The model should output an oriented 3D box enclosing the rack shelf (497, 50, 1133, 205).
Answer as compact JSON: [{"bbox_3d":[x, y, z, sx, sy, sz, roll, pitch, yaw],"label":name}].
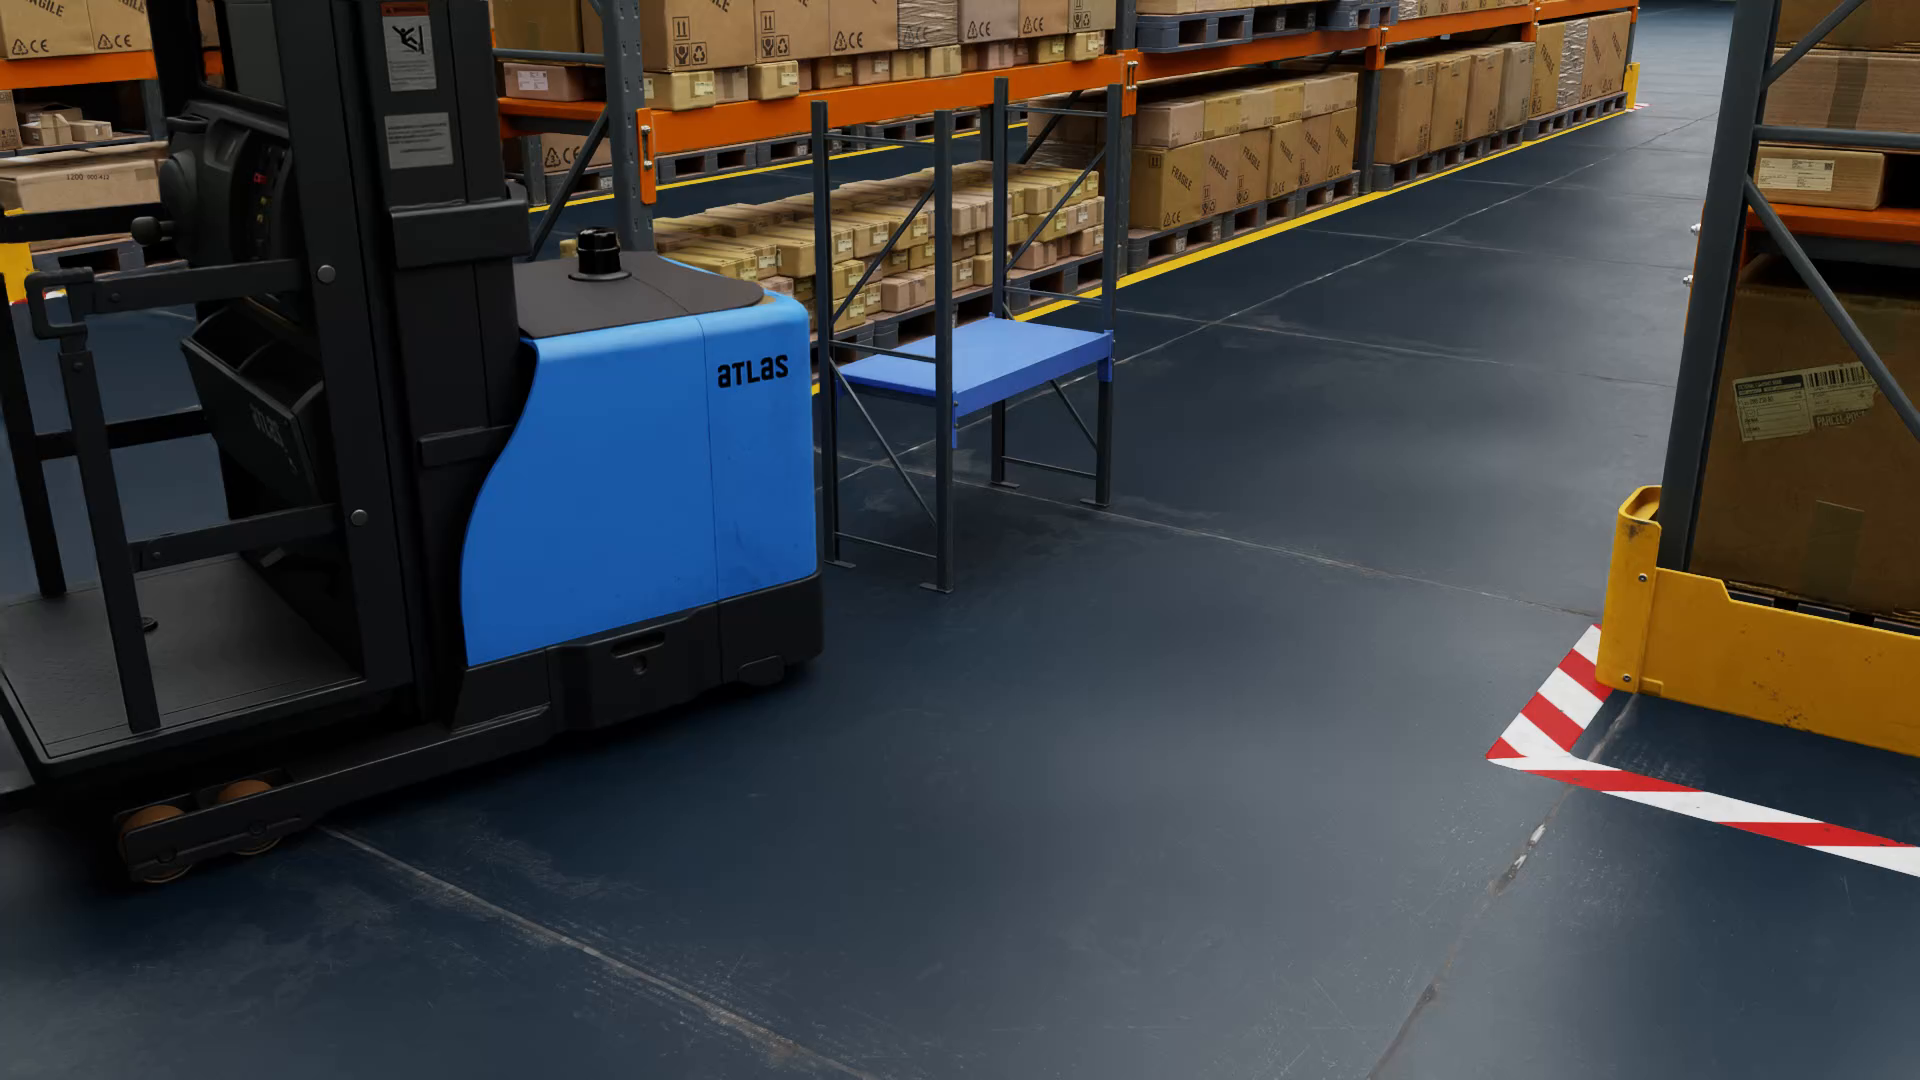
[{"bbox_3d":[-0.557,-2.179,8.370,1.077,0.370,4.000,13,24,32],"label":"rack shelf"}]

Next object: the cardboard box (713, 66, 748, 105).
[{"bbox_3d":[-1.120,-1.935,7.036,0.380,0.149,0.250,14,25,34],"label":"cardboard box"}]

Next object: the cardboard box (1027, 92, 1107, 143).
[{"bbox_3d":[0.776,-2.730,10.739,0.500,0.250,0.500,13,24,30],"label":"cardboard box"}]

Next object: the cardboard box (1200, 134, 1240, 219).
[{"bbox_3d":[1.498,-2.428,11.002,0.500,0.500,0.500,15,25,34],"label":"cardboard box"}]

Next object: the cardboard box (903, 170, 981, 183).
[{"bbox_3d":[-0.103,-2.022,9.553,0.380,0.149,0.250,13,24,31],"label":"cardboard box"}]

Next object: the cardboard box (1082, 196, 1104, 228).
[{"bbox_3d":[0.653,-1.938,9.755,0.380,0.149,0.250,14,24,33],"label":"cardboard box"}]

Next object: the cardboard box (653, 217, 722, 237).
[{"bbox_3d":[-1.364,-1.443,7.989,0.380,0.149,0.250,13,24,31],"label":"cardboard box"}]

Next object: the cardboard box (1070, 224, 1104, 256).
[{"bbox_3d":[0.628,-1.772,9.735,0.380,0.149,0.250,14,24,32],"label":"cardboard box"}]

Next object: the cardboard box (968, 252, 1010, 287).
[{"bbox_3d":[0.046,-1.475,8.932,0.380,0.149,0.250,13,24,32],"label":"cardboard box"}]

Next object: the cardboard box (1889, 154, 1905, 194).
[{"bbox_3d":[2.436,-1.070,4.697,0.380,0.149,0.250,14,24,32],"label":"cardboard box"}]

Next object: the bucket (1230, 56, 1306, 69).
[{"bbox_3d":[3.234,-5.052,17.628,0.620,0.611,0.726,-24,30,-29],"label":"bucket"}]

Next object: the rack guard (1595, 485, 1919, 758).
[{"bbox_3d":[2.350,0.232,4.416,1.175,0.500,0.348,13,24,32],"label":"rack guard"}]

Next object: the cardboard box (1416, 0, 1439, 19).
[{"bbox_3d":[3.575,-4.508,13.484,0.500,0.500,0.500,13,24,31],"label":"cardboard box"}]

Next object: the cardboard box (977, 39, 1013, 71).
[{"bbox_3d":[0.052,-2.532,8.649,0.380,0.149,0.250,12,23,30],"label":"cardboard box"}]

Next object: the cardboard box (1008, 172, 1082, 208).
[{"bbox_3d":[0.471,-1.996,9.483,0.380,0.149,0.250,14,24,32],"label":"cardboard box"}]

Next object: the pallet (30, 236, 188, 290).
[{"bbox_3d":[-5.448,-1.816,10.371,1.003,0.211,1.213,13,24,32],"label":"pallet"}]

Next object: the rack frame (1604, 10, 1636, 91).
[{"bbox_3d":[7.313,-6.534,19.105,1.000,3.000,0.127,13,24,32],"label":"rack frame"}]

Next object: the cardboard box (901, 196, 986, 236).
[{"bbox_3d":[-0.090,-1.688,8.652,0.380,0.149,0.250,12,24,30],"label":"cardboard box"}]

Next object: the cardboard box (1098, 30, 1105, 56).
[{"bbox_3d":[0.600,-2.845,9.496,0.380,0.149,0.250,13,24,31],"label":"cardboard box"}]

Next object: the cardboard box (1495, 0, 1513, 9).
[{"bbox_3d":[4.708,-5.086,15.047,0.500,0.500,0.500,13,24,31],"label":"cardboard box"}]

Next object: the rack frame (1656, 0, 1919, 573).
[{"bbox_3d":[2.364,-0.947,4.001,1.000,3.000,0.127,13,24,32],"label":"rack frame"}]

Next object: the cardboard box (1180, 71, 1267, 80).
[{"bbox_3d":[1.943,-3.319,12.330,0.500,0.250,0.500,13,24,31],"label":"cardboard box"}]

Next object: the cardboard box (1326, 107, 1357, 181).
[{"bbox_3d":[2.662,-3.023,12.612,0.500,0.500,0.500,13,24,32],"label":"cardboard box"}]

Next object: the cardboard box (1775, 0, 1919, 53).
[{"bbox_3d":[2.420,-1.559,4.362,0.500,0.500,0.500,14,24,32],"label":"cardboard box"}]

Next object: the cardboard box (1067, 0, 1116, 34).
[{"bbox_3d":[0.529,-3.083,9.204,0.500,0.500,0.500,13,24,32],"label":"cardboard box"}]

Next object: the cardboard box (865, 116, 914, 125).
[{"bbox_3d":[-1.009,-4.299,16.247,0.950,0.372,0.625,11,23,28],"label":"cardboard box"}]

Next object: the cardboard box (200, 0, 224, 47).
[{"bbox_3d":[-4.763,-3.301,10.221,0.500,0.500,0.500,13,24,32],"label":"cardboard box"}]

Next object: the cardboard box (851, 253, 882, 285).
[{"bbox_3d":[-0.605,-1.345,8.152,0.380,0.149,0.250,12,23,29],"label":"cardboard box"}]

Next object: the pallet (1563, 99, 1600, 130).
[{"bbox_3d":[6.241,-4.633,17.985,1.003,0.211,1.213,13,24,32],"label":"pallet"}]

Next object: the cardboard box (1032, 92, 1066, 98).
[{"bbox_3d":[0.621,-5.136,18.509,0.950,0.372,0.625,14,24,33],"label":"cardboard box"}]

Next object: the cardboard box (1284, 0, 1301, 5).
[{"bbox_3d":[2.043,-3.641,11.040,0.380,0.149,0.250,12,23,29],"label":"cardboard box"}]

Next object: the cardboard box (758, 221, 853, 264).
[{"bbox_3d":[-0.732,-1.403,7.881,0.380,0.149,0.250,12,23,29],"label":"cardboard box"}]

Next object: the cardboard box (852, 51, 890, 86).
[{"bbox_3d":[-0.557,-2.242,7.863,0.380,0.149,0.250,13,24,31],"label":"cardboard box"}]

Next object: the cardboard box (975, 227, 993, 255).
[{"bbox_3d":[0.026,-1.648,8.971,0.380,0.149,0.250,14,24,33],"label":"cardboard box"}]

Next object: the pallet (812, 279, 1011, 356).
[{"bbox_3d":[-0.467,-1.232,8.791,1.003,0.211,1.213,13,24,32],"label":"pallet"}]

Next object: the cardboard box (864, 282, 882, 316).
[{"bbox_3d":[-0.610,-1.198,8.185,0.380,0.149,0.250,13,24,32],"label":"cardboard box"}]

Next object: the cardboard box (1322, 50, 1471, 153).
[{"bbox_3d":[3.721,-3.789,14.322,1.050,0.750,0.750,14,24,33],"label":"cardboard box"}]

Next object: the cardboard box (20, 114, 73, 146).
[{"bbox_3d":[-7.962,-3.589,14.480,0.396,0.266,0.258,14,25,34],"label":"cardboard box"}]

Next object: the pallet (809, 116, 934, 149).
[{"bbox_3d":[-0.895,-4.091,16.520,1.003,0.211,1.213,13,24,32],"label":"pallet"}]

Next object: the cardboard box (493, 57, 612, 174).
[{"bbox_3d":[-3.301,-3.421,13.147,0.875,0.875,0.875,14,25,33],"label":"cardboard box"}]

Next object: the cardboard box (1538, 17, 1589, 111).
[{"bbox_3d":[5.979,-5.013,17.450,0.875,0.875,0.875,13,24,32],"label":"cardboard box"}]

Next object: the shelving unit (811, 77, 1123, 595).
[{"bbox_3d":[0.048,-0.728,5.571,0.538,1.500,1.048,13,24,32],"label":"shelving unit"}]

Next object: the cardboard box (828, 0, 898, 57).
[{"bbox_3d":[-0.635,-2.501,7.630,0.500,0.500,0.500,14,24,33],"label":"cardboard box"}]

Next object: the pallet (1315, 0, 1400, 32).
[{"bbox_3d":[2.503,-3.923,12.324,1.213,0.211,1.003,13,24,32],"label":"pallet"}]

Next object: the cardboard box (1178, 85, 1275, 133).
[{"bbox_3d":[1.788,-2.926,11.269,0.500,0.250,0.500,14,25,34],"label":"cardboard box"}]

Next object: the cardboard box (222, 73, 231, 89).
[{"bbox_3d":[-6.942,-4.268,15.978,0.500,0.500,0.500,13,24,31],"label":"cardboard box"}]

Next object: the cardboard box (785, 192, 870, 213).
[{"bbox_3d":[-0.698,-1.728,8.759,0.380,0.149,0.250,13,24,32],"label":"cardboard box"}]

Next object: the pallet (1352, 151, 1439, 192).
[{"bbox_3d":[3.321,-3.142,13.955,1.003,0.211,1.213,13,24,32],"label":"pallet"}]

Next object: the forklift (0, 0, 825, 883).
[{"bbox_3d":[-1.863,-0.819,3.755,3.031,2.935,1.130,-15,25,-35],"label":"forklift"}]

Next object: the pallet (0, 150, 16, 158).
[{"bbox_3d":[-8.763,-3.138,13.944,1.003,0.211,1.213,13,24,32],"label":"pallet"}]

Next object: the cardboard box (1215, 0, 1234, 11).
[{"bbox_3d":[1.463,-3.345,10.241,0.380,0.149,0.250,13,24,32],"label":"cardboard box"}]
